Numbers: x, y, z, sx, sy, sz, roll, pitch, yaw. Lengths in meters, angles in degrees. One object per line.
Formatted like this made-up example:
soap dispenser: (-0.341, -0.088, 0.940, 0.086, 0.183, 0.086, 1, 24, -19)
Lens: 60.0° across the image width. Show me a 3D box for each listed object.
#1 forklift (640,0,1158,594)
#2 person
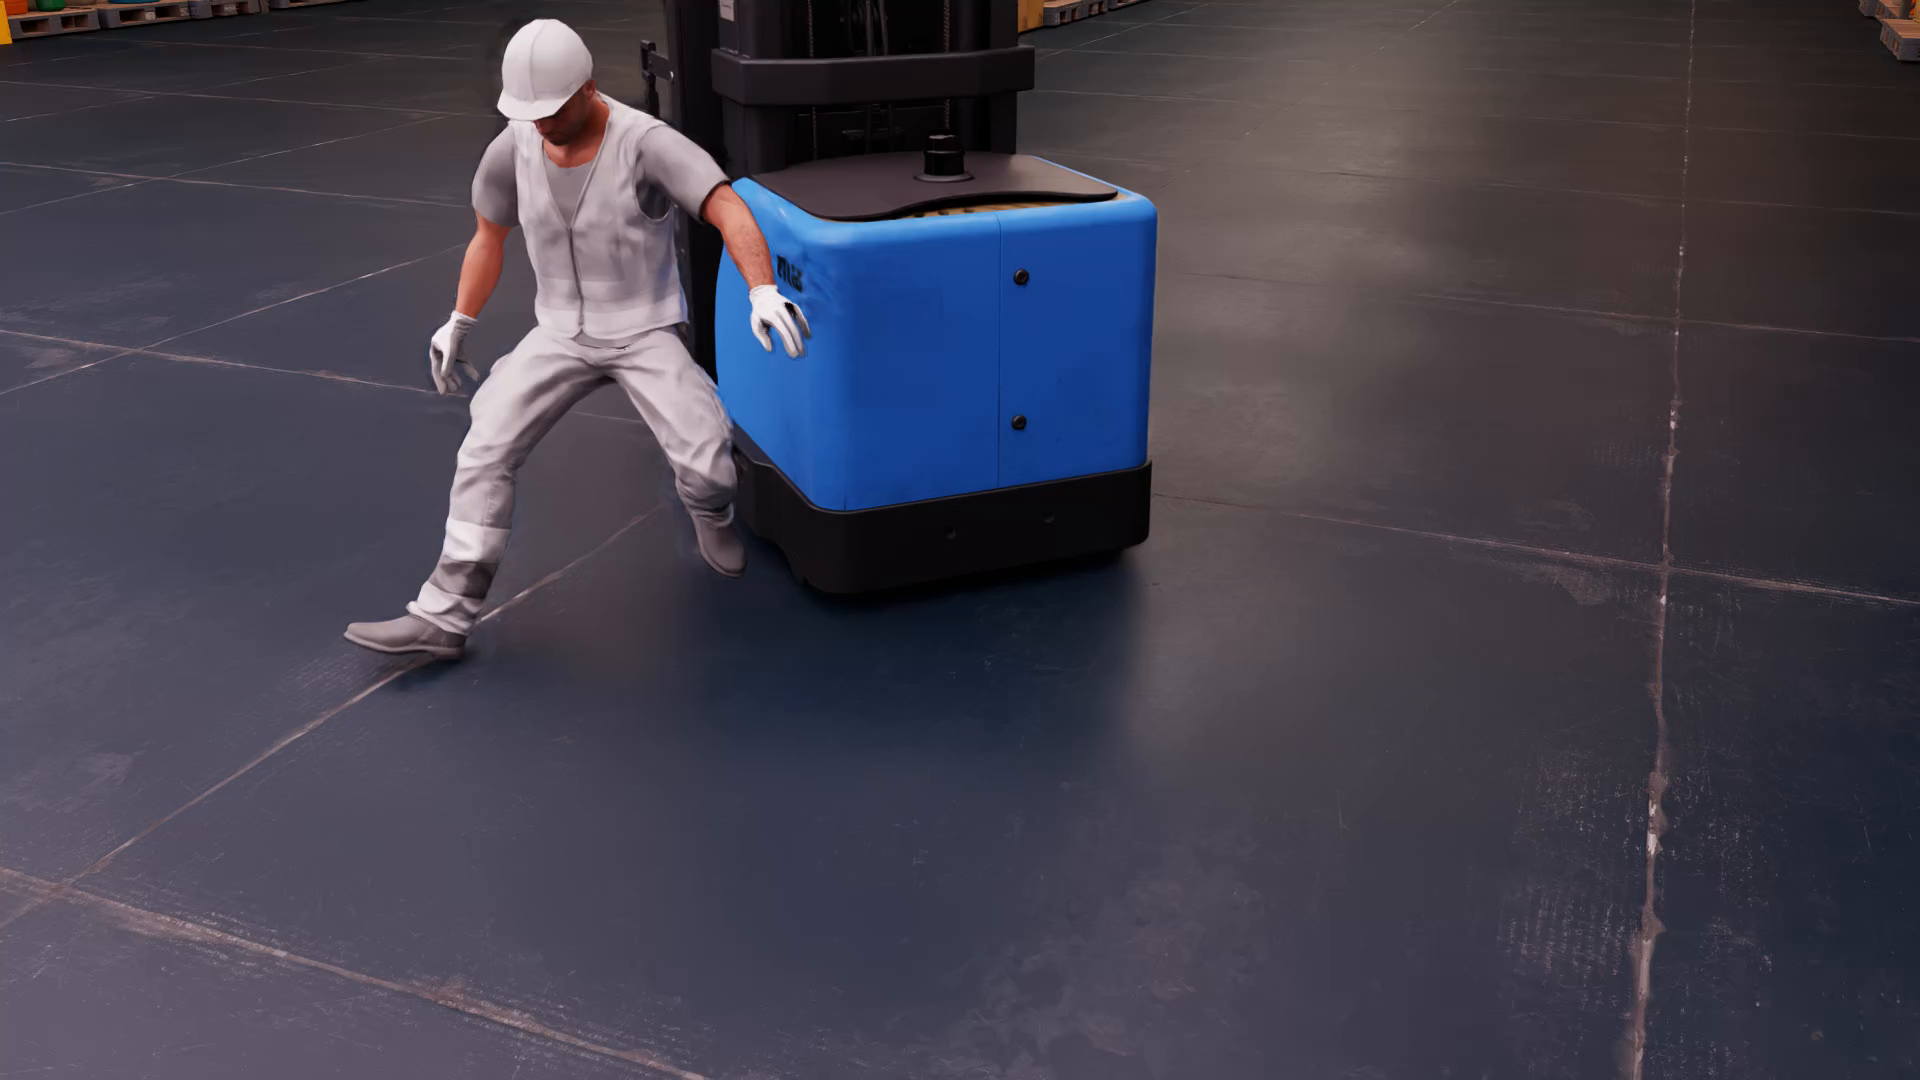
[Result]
forklift: (-0.482, -1.740, 5.456, 1.130, 2.935, 3.031, -9, 24, -21)
person: (-0.886, -0.491, 4.188, 1.158, 1.578, 0.924, 7, 24, 16)
